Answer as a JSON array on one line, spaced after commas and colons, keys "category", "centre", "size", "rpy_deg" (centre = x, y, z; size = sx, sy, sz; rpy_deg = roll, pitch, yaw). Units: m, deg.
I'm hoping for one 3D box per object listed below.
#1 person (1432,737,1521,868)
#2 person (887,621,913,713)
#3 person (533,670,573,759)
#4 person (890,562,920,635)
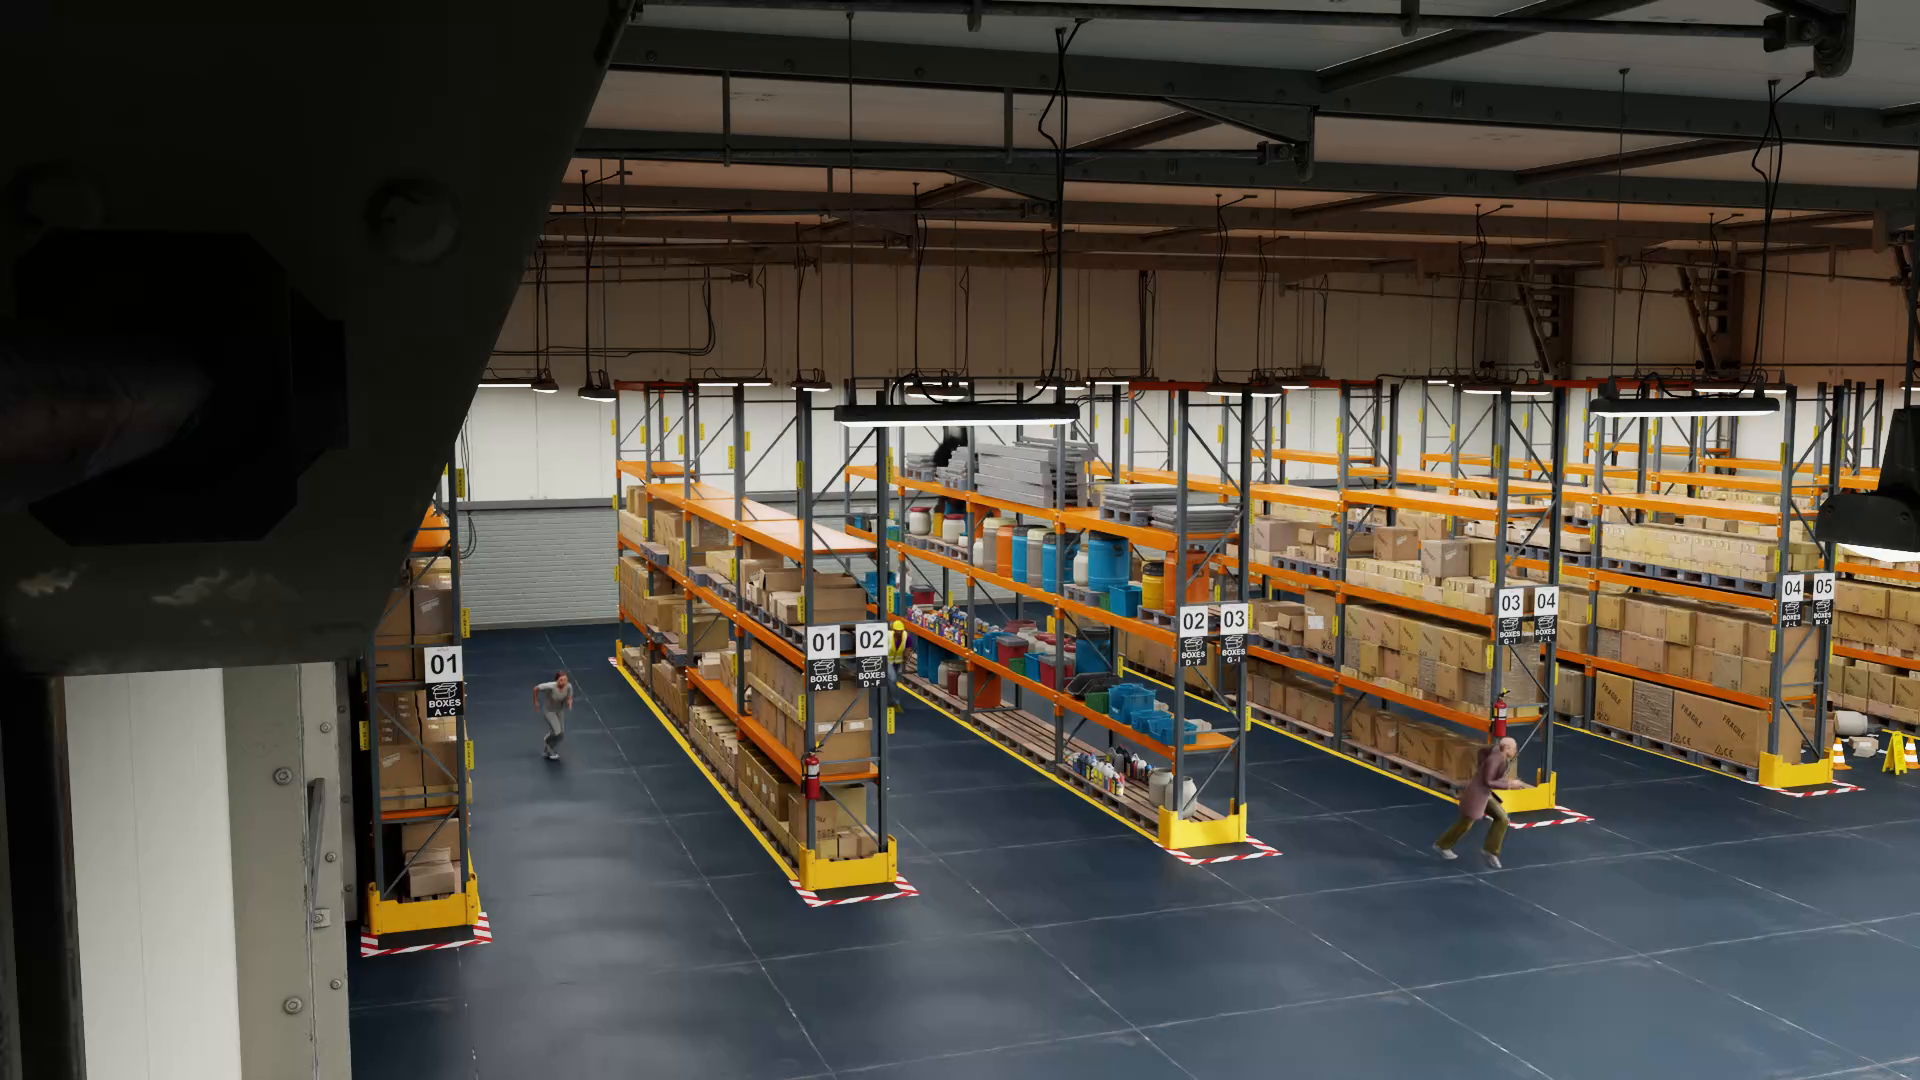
[{"category": "person", "centre": [6.546, 3.308, 21.045], "size": [1.072, 1.730, 0.752], "rpy_deg": [3, 7, 26]}, {"category": "person", "centre": [-1.266, 2.286, 30.624], "size": [0.746, 1.715, 1.060], "rpy_deg": [-2, 6, -20]}, {"category": "person", "centre": [-6.475, 2.790, 26.484], "size": [0.590, 1.503, 0.820], "rpy_deg": [-5, 8, -40]}, {"category": "person", "centre": [-1.295, 1.373, 38.973], "size": [0.755, 1.758, 0.545], "rpy_deg": [-2, 6, -14]}]
